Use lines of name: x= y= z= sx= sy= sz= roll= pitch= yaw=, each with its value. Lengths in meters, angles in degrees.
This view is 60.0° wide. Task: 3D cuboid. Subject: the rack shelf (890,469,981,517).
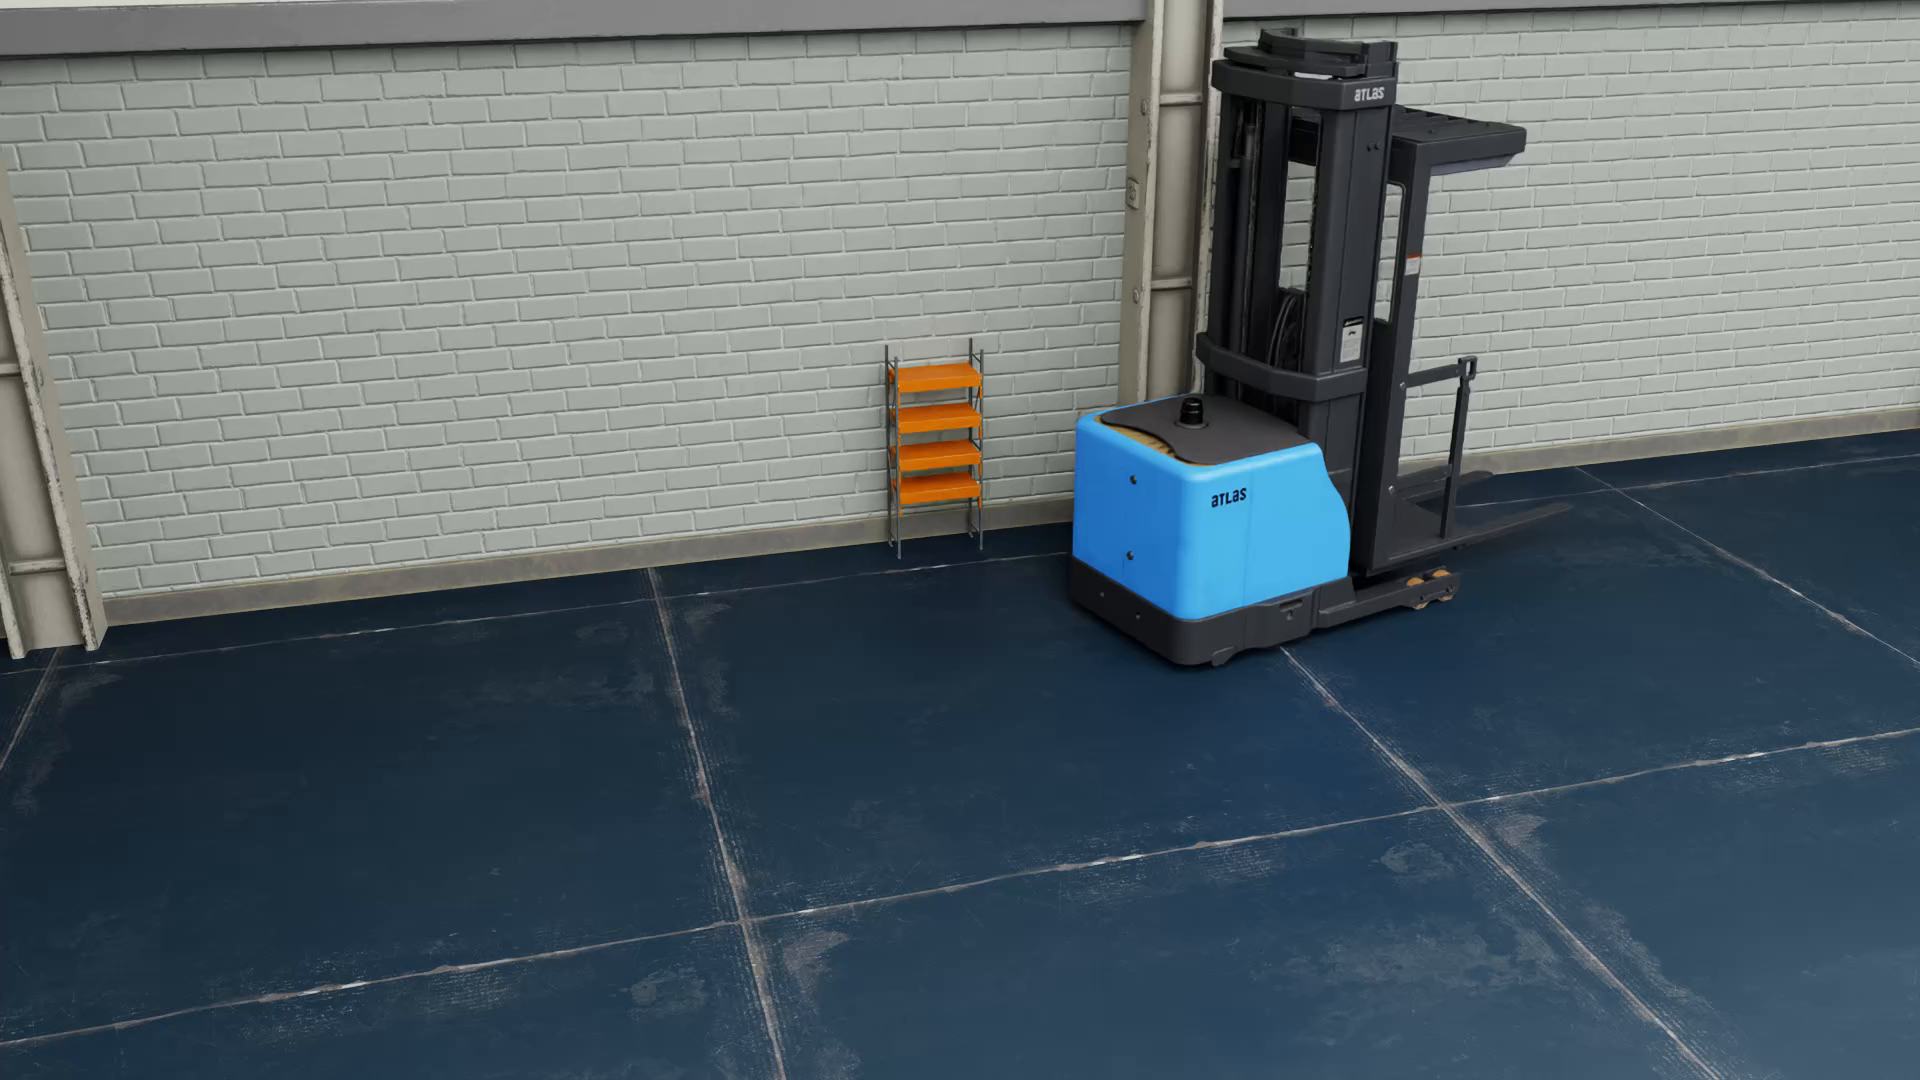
rack shelf: x=-0.144 y=-0.270 z=9.531 sx=0.480 sy=0.148 sz=0.258 roll=-7 pitch=24 yaw=-15

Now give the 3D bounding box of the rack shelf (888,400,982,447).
rack shelf: x=-0.144 y=-0.658 z=9.364 sx=0.480 sy=0.148 sz=0.258 roll=-7 pitch=24 yaw=-15

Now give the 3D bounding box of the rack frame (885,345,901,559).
rack frame: x=-0.378 y=-0.487 z=9.363 sx=0.015 sy=1.200 sz=0.240 roll=-7 pitch=24 yaw=-15

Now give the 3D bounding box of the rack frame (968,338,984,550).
rack frame: x=0.091 y=-0.541 z=9.488 sx=0.015 sy=1.200 sz=0.240 roll=-7 pitch=24 yaw=-15

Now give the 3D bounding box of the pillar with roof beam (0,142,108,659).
pillar with roof beam: x=-3.453 y=-1.982 z=2.956 sx=0.400 sy=9.000 sz=9.100 roll=-6 pitch=24 yaw=-14

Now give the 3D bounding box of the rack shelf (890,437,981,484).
rack shelf: x=-0.144 y=-0.452 z=9.453 sx=0.480 sy=0.148 sz=0.258 roll=-7 pitch=24 yaw=-15

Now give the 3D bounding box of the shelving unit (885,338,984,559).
shelving unit: x=-0.144 y=-0.514 z=9.426 sx=0.503 sy=1.200 sz=0.258 roll=-7 pitch=24 yaw=-15

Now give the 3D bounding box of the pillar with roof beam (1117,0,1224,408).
pillar with roof beam: x=2.324 y=-2.621 z=4.446 sx=0.400 sy=9.000 sz=9.100 roll=-6 pitch=24 yaw=-14

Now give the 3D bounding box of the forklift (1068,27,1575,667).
forklift: x=2.104 y=-1.140 z=8.689 sx=3.031 sy=2.935 sz=1.130 roll=-14 pitch=27 yaw=-29

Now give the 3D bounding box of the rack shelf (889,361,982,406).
rack shelf: x=-0.144 y=-0.875 z=9.270 sx=0.480 sy=0.148 sz=0.258 roll=-7 pitch=24 yaw=-15
